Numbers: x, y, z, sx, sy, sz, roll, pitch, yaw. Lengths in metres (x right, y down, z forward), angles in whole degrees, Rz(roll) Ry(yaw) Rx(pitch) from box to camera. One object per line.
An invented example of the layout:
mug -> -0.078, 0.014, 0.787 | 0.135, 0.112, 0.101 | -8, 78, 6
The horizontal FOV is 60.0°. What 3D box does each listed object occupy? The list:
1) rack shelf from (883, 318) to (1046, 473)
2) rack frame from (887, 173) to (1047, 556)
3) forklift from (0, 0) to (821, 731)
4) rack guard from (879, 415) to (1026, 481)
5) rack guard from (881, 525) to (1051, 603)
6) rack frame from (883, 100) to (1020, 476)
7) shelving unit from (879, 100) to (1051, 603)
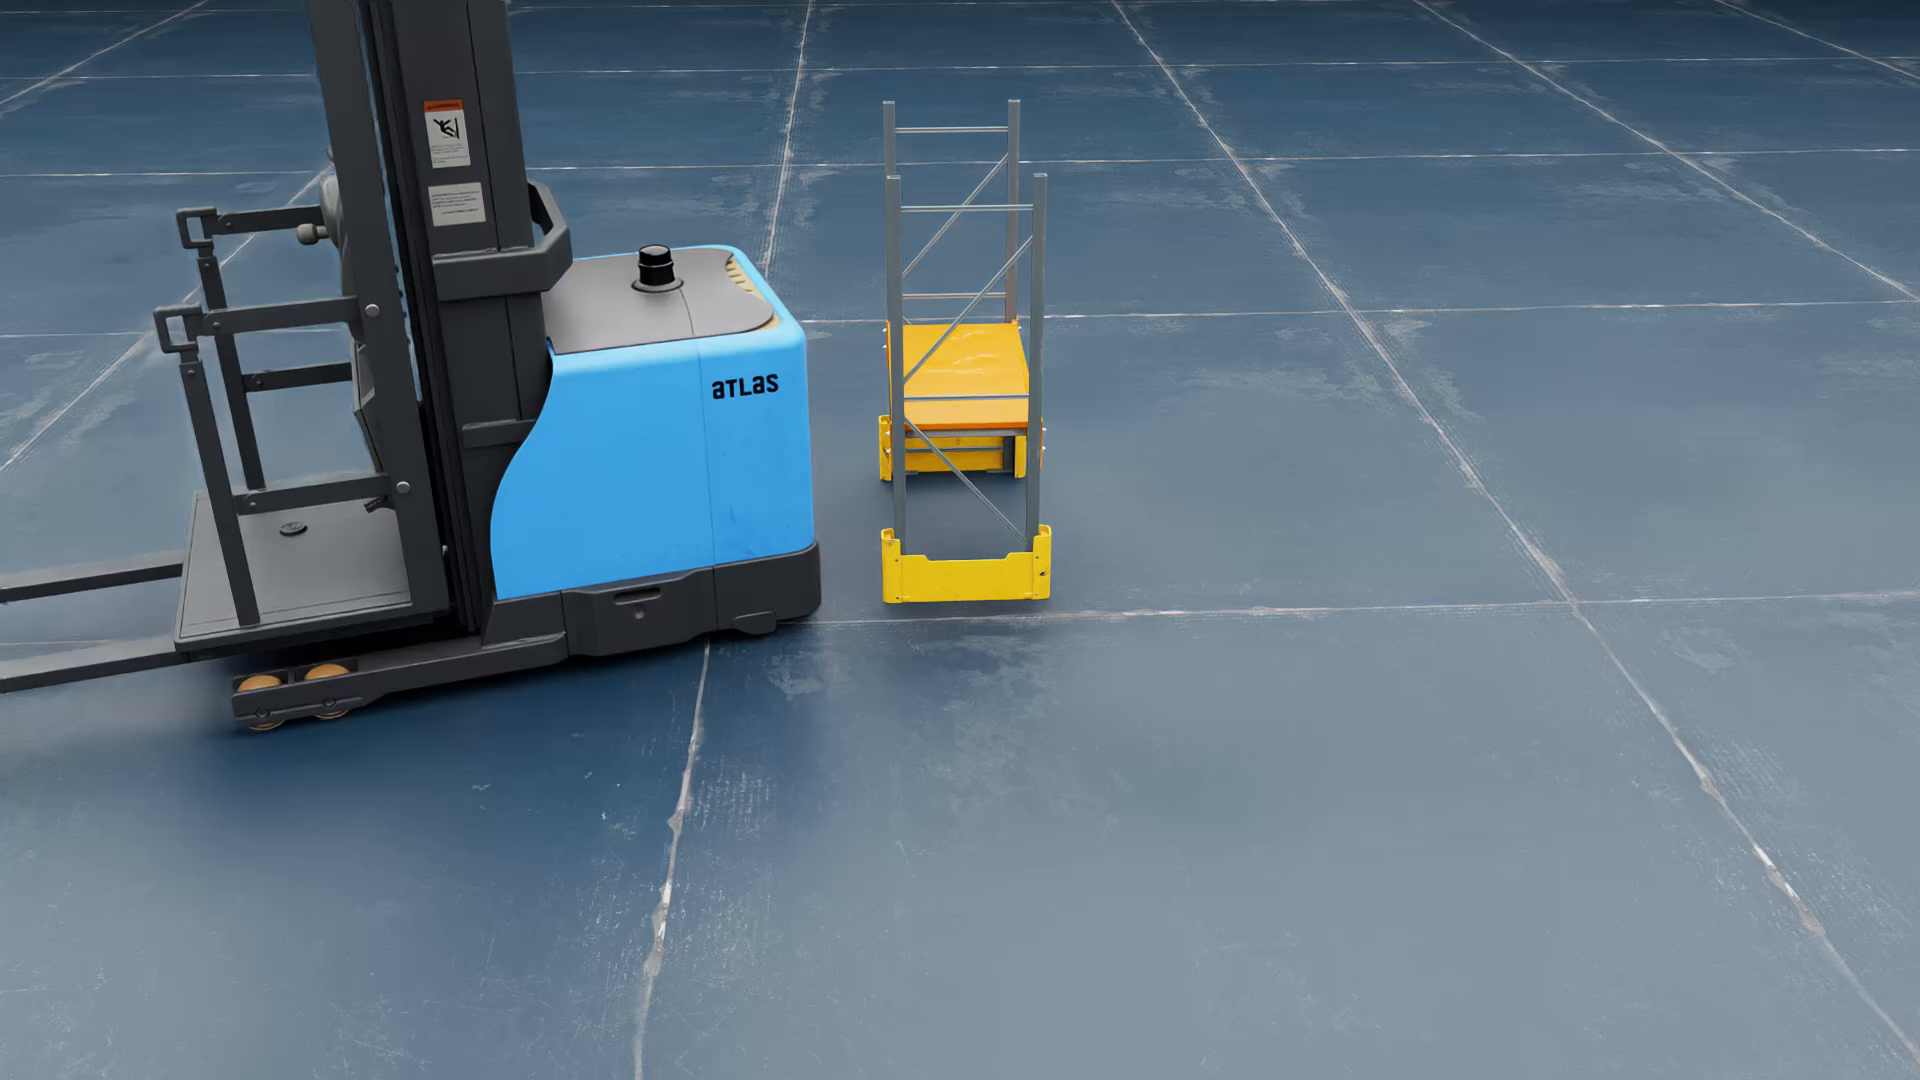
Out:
rack shelf -> -0.004, -0.545, 6.062 | 0.538, 0.185, 1.000 | -1, 28, -3
rack frame -> 0.022, -0.470, 5.529 | 0.500, 1.500, 0.032 | -1, 28, -3
forklift -> -2.048, -0.988, 4.975 | 3.031, 2.935, 1.130 | -9, 29, -17
rack guard -> -0.030, -0.376, 6.701 | 0.587, 0.250, 0.087 | -1, 28, -3
rack guard -> 0.022, 0.084, 5.819 | 0.587, 0.250, 0.087 | -1, 28, -3
rack frame -> -0.031, -0.939, 6.429 | 0.500, 1.500, 0.032 | -1, 28, -3
shelving unit -> -0.004, -0.700, 5.971 | 0.587, 1.500, 1.083 | -1, 28, -3
